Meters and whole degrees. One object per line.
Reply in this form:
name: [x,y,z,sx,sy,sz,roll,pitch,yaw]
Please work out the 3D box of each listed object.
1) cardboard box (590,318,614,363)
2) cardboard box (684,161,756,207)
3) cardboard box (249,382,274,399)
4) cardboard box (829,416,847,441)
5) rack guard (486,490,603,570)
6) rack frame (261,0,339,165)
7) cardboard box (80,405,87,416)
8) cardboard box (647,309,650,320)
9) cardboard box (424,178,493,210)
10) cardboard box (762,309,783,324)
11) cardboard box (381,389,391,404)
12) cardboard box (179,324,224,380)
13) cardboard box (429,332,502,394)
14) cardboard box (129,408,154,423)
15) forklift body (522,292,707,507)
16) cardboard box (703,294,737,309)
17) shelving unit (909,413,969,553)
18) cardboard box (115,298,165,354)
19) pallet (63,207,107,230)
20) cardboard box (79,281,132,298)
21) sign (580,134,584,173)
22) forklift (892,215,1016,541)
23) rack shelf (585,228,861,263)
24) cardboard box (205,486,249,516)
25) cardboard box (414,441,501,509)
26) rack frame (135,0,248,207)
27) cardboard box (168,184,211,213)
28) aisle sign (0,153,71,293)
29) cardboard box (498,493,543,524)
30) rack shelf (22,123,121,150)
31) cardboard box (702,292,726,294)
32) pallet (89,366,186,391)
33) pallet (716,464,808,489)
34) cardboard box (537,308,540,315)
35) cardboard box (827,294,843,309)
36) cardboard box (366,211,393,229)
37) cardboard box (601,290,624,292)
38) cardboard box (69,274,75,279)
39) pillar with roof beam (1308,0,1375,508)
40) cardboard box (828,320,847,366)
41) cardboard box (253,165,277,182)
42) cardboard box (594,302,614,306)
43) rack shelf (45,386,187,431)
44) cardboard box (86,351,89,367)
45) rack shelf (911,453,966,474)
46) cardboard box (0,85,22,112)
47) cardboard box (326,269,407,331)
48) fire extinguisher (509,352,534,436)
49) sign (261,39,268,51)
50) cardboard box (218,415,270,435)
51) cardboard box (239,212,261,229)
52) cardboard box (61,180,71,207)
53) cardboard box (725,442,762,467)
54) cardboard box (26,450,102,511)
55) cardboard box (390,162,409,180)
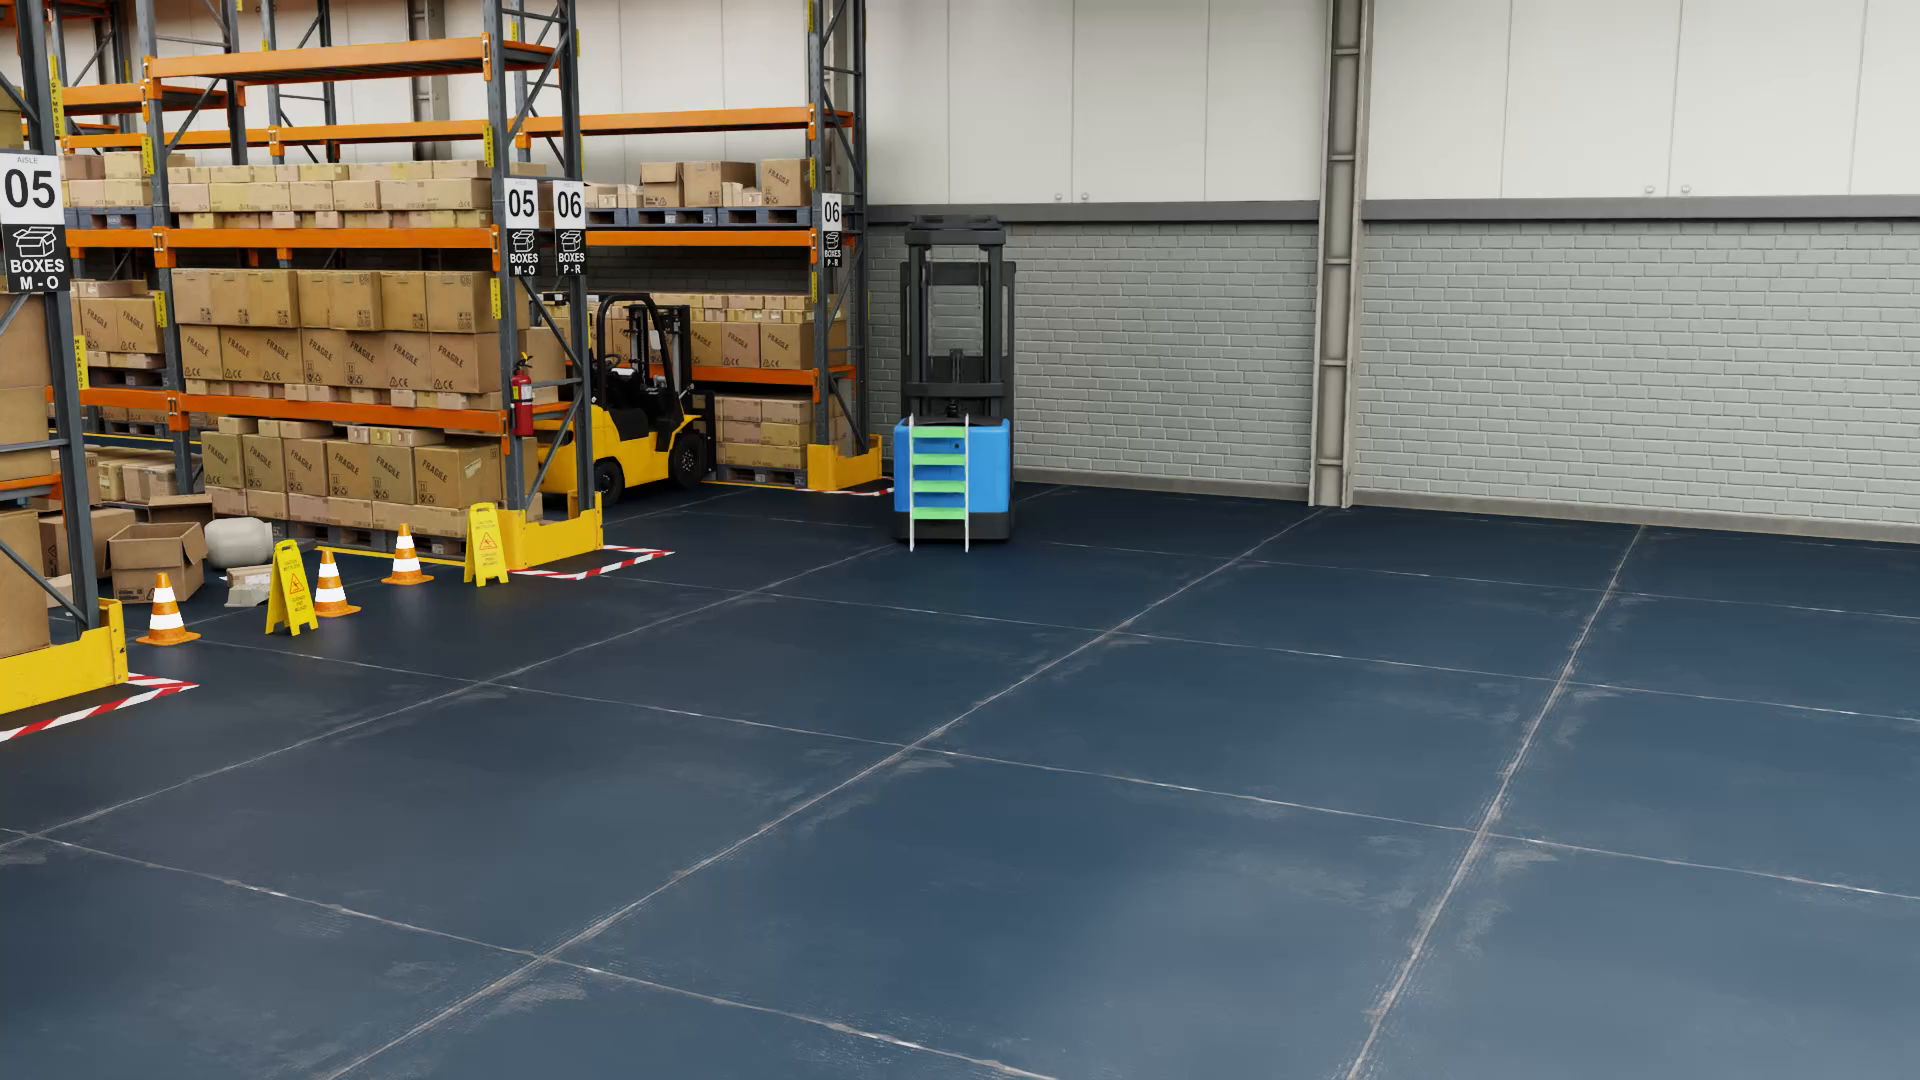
cardboard box: [-4.141,-2.364,19.591,0.500,0.500,0.500,5,12,27]
cardboard box: [-2.690,-3.989,18.684,0.500,0.500,0.700,5,11,26]
cardboard box: [-6.243,-1.385,15.165,0.250,0.149,0.380,5,12,28]
cardboard box: [-1.640,-1.285,19.045,0.500,0.250,0.500,5,12,27]
rack guard: [-3.572,-0.098,14.368,0.348,0.500,1.175,5,11,26]
rack frame: [-8.485,-5.698,21.443,0.127,3.000,1.000,5,11,26]
cardboard box: [-12.702,-1.862,23.919,0.250,0.149,0.380,5,11,24]
cardboard box: [-3.593,-2.626,19.216,0.250,0.149,0.380,5,11,24]
cardboard box: [-4.082,-2.868,13.817,0.500,0.250,0.500,5,11,25]
cardboard box: [-1.988,-2.481,18.416,0.250,0.149,0.380,5,12,27]
cardboard box: [-4.842,-1.278,14.573,0.250,0.149,0.380,5,11,27]
cardboard box: [-6.820,-1.754,15.381,0.500,0.500,0.500,5,11,26]
cardboard box: [-4.112,-1.516,14.070,0.500,0.500,0.500,5,11,25]
cardboard box: [-11.256,-1.923,23.272,0.500,0.500,0.500,5,11,25]
forklift body: [-3.818,-1.556,17.786,1.214,2.155,2.313,5,11,26]
cardboard box: [-2.680,-2.690,18.731,0.250,0.149,0.380,5,12,27]
shelving unit: [-0.181,-0.503,14.637,0.503,1.200,0.258,0,11,3]
cardboard box: [-7.607,-2.039,15.780,0.500,0.500,0.500,5,11,25]
pallet: [-8.529,-3.168,16.415,1.003,0.211,1.213,5,11,26]
cardboard box: [-8.229,-2.411,16.014,0.250,0.149,0.380,5,11,24]
sign: [-3.264,-3.315,14.246,0.005,0.325,0.100,5,11,26]
forklift: [-0.013,-1.650,16.116,1.130,2.935,3.031,0,10,3]
rack shelf: [-3.104,-3.395,19.162,4.000,0.370,1.077,5,11,26]
cardboard box: [-6.681,-0.401,15.567,0.500,0.250,0.500,4,11,23]
cardboard box: [-4.338,-0.566,14.372,0.500,0.500,0.500,5,11,26]
rack frame: [-7.091,-4.589,15.320,0.127,3.000,1.000,5,11,26]
cardboard box: [-6.817,-3.107,15.141,0.500,0.250,0.500,5,11,25]
aisle sign: [-5.407,-1.845,9.703,0.004,0.787,0.394,5,11,26]
cardboard box: [-4.105,-0.283,14.915,0.500,0.250,0.500,5,11,25]
rack shelf: [-13.866,-5.815,24.120,4.000,0.370,1.077,5,11,26]
cardboard box: [-2.892,-2.817,19.435,0.250,0.149,0.380,5,11,26]
pallet: [-7.712,-1.626,16.332,1.213,0.211,1.003,5,11,26]
pallet: [-2.015,-0.797,19.039,1.213,0.211,1.003,5,11,26]
cardboard box: [-5.302,-2.790,20.122,0.250,0.149,0.380,5,12,28]
cardboard box: [-1.517,-2.690,18.736,0.250,0.149,0.380,5,11,25]
cardboard box: [-4.850,-2.741,14.237,0.250,0.149,0.380,5,11,25]
cardboard box: [-4.271,-2.942,20.125,0.250,0.149,0.380,5,11,24]
cardboard box: [-13.290,-3.662,24.522,0.500,0.500,0.500,5,11,24]
pillar with roof beam: [1.940,-4.106,12.647,0.400,9.000,9.100,5,11,26]
cardboard box: [-1.632,-2.248,18.946,0.500,0.500,0.500,5,12,28]
cardboard box: [-6.005,-3.231,14.701,0.250,0.149,0.380,5,11,24]
cardboard box: [-4.051,-2.811,19.402,0.250,0.149,0.380,5,12,27]
rack shelf: [-8.884,-1.441,16.789,4.000,0.370,1.077,5,11,26]
cardboard box: [-8.380,-1.774,16.138,0.250,0.149,0.380,5,11,26]
rack shelf: [-0.181,-0.676,14.605,0.480,0.148,0.258,0,11,3]
cardboard box: [-5.762,-2.601,9.765,0.250,0.149,0.380,5,11,26]
cardboard box: [-5.012,-2.080,14.376,0.500,0.500,0.700,5,11,25]
fire extinguisher: [-3.605,-1.201,13.663,0.183,0.674,0.296,5,11,26]
sign: [-8.716,-6.109,20.870,0.005,0.325,0.100,5,11,26]
cardboard box: [-6.596,-1.070,15.335,0.250,0.149,0.380,5,11,27]
cardboard box: [-6.232,-2.868,14.939,0.250,0.149,0.380,5,12,28]
cardboard box: [-8.587,-3.350,16.137,0.500,0.250,0.500,5,11,27]
cardboard box: [-2.314,-0.996,18.853,0.500,0.250,0.500,5,11,26]
cardboard box: [-7.852,-0.493,14.426,0.500,0.500,0.500,5,11,26]
cardboard box: [-4.594,-3.118,14.081,0.250,0.149,0.380,5,11,26]
